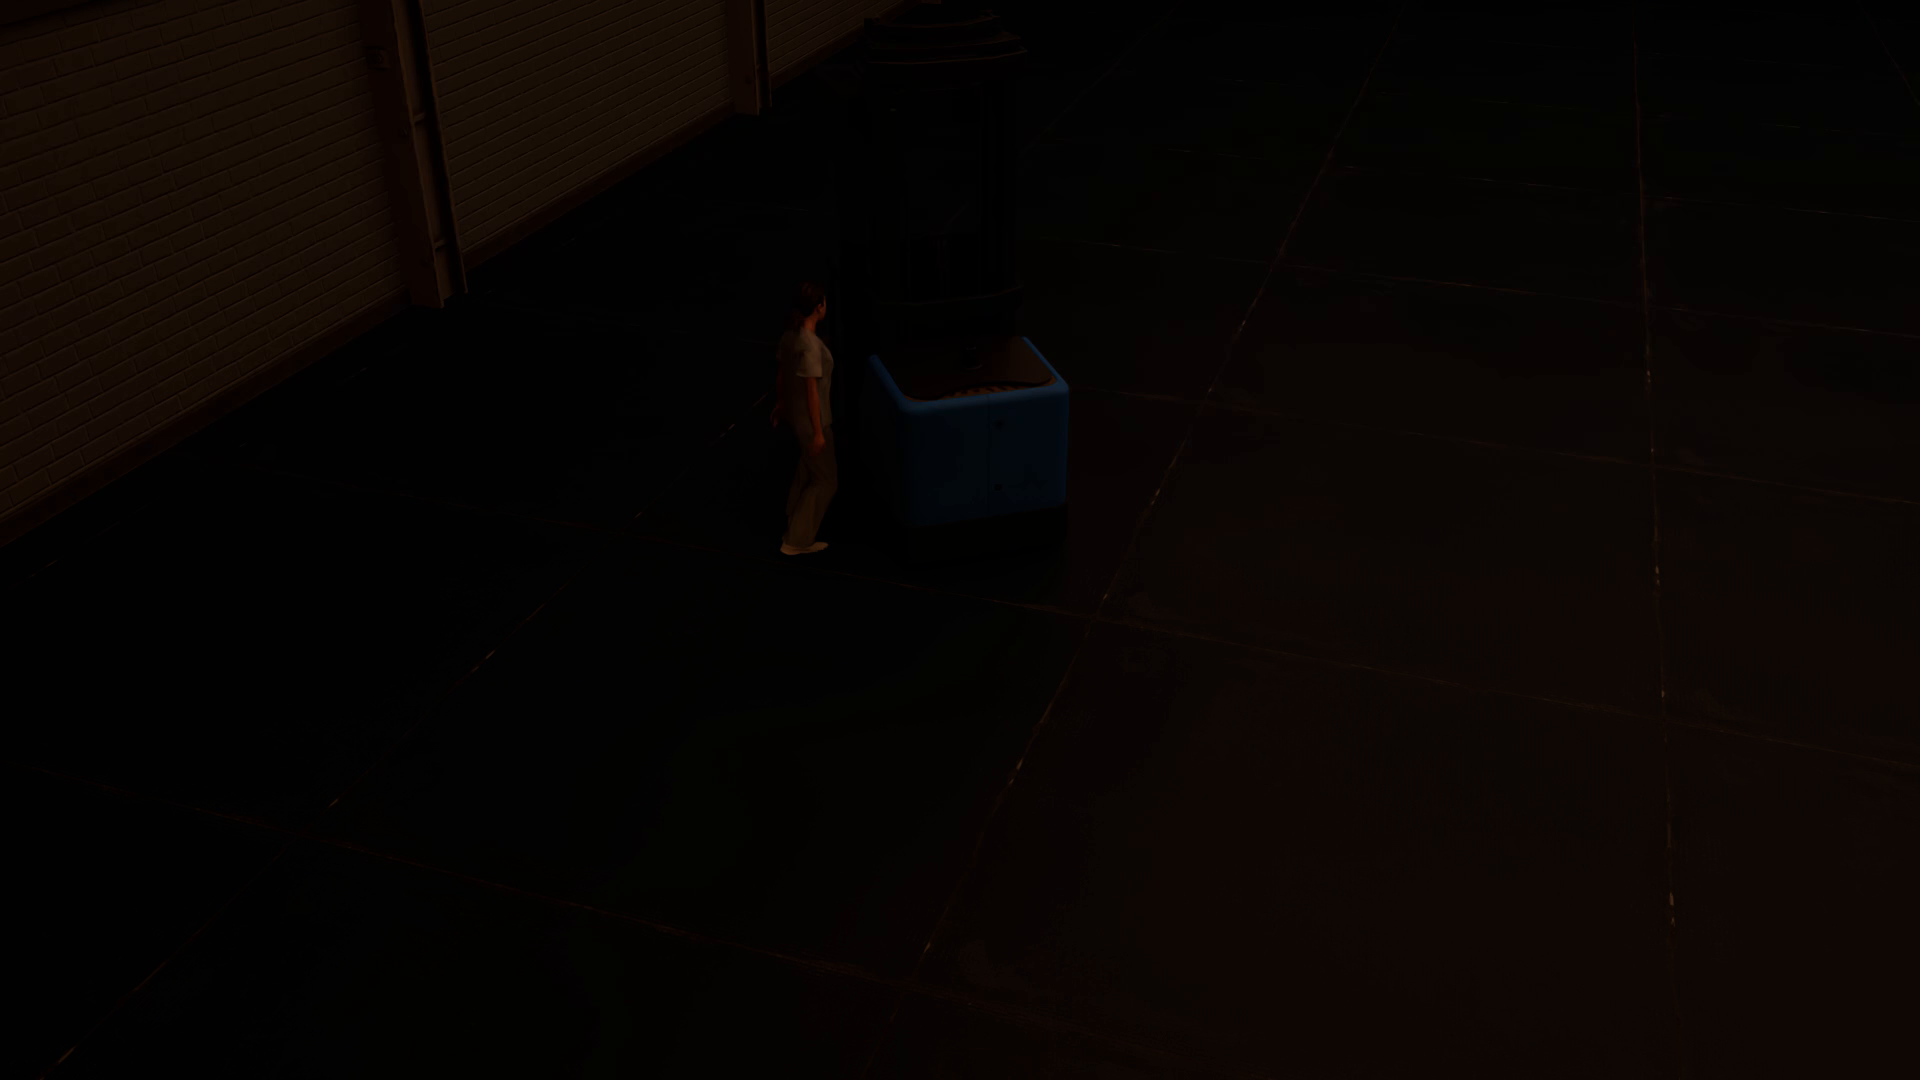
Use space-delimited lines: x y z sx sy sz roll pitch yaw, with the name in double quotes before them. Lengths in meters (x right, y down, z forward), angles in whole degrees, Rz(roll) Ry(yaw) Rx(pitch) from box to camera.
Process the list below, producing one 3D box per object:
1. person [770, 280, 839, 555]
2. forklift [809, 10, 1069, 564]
"person" -0.928 -0.707 9.728 0.424 1.642 0.799 -11 31 -18
"forklift" -0.273 -1.851 10.384 1.130 2.935 3.031 -9 31 -15
